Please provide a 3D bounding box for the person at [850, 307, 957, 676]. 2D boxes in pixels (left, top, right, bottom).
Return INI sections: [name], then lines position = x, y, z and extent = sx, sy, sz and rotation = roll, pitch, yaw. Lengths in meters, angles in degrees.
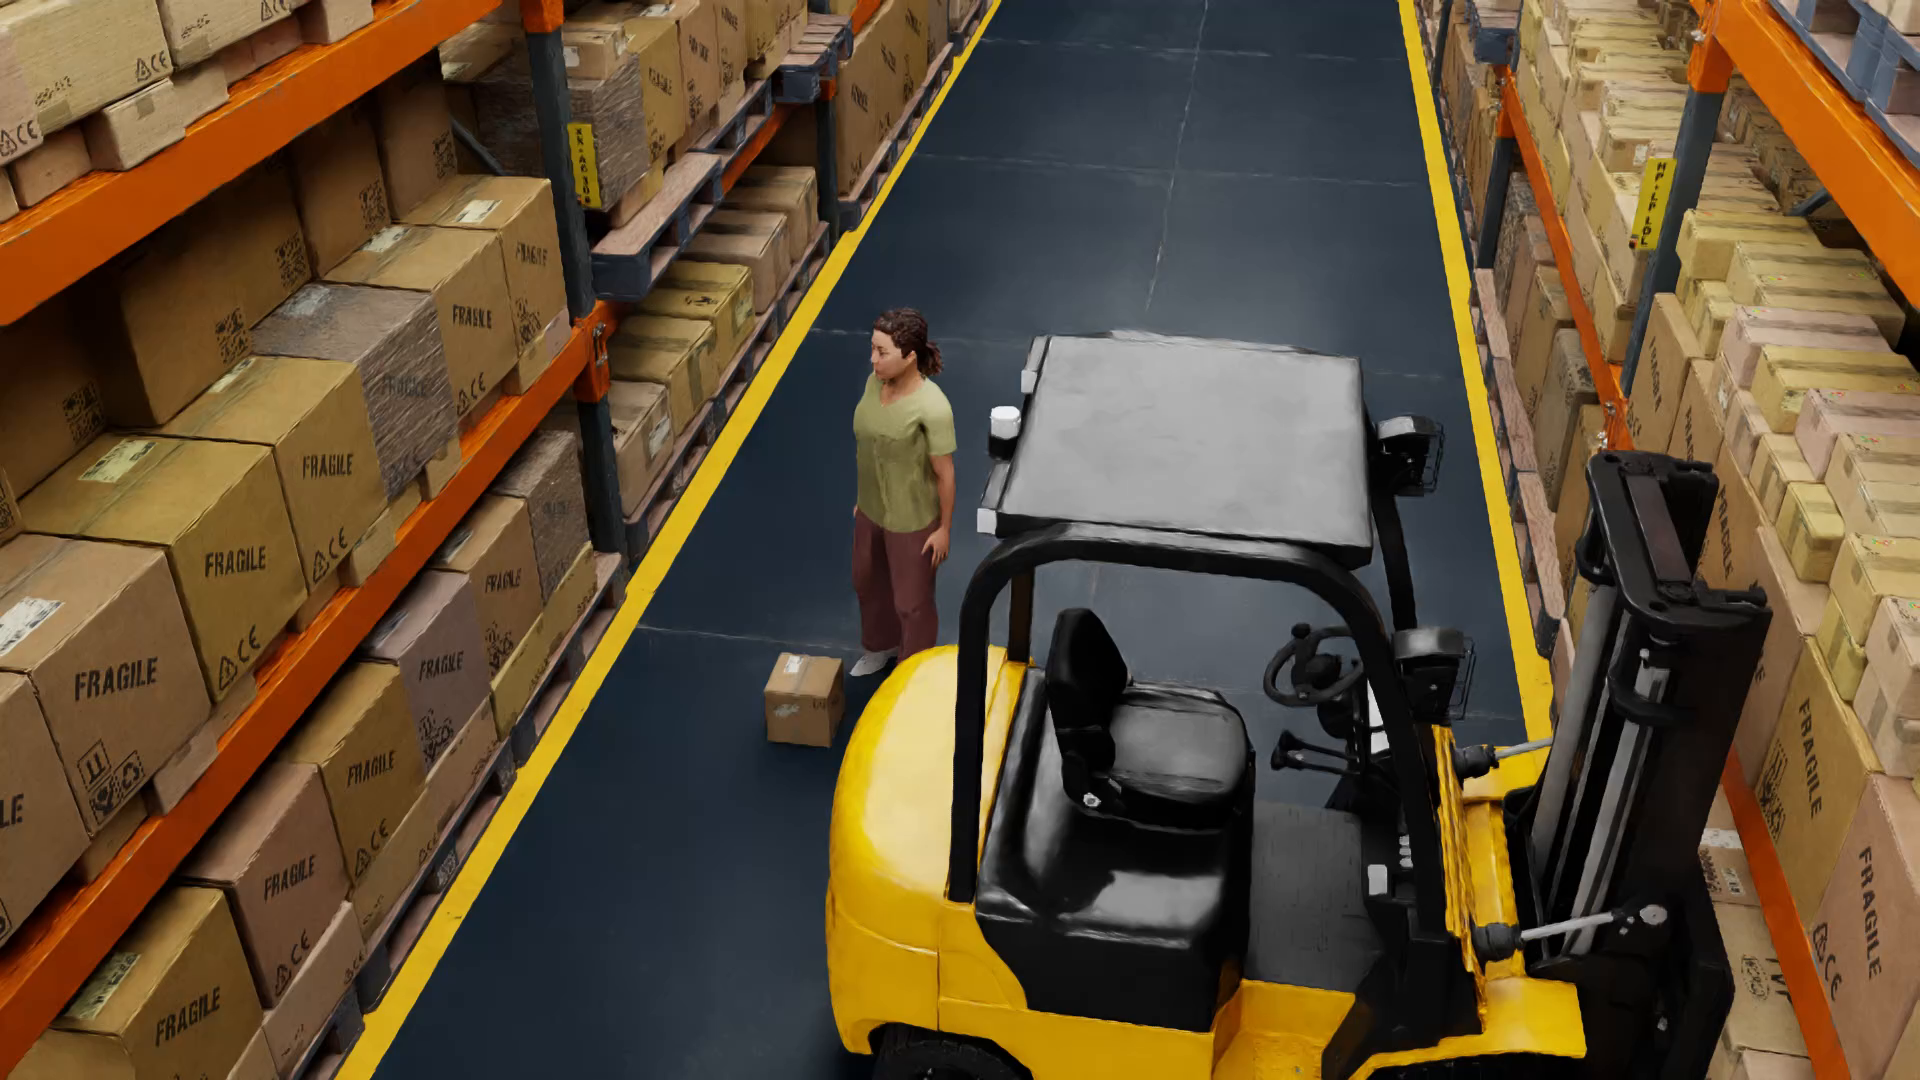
[person]
position = -0.248, -0.085, 6.295
extent = 0.393, 1.720, 0.521
rotation = -23, 39, -32
